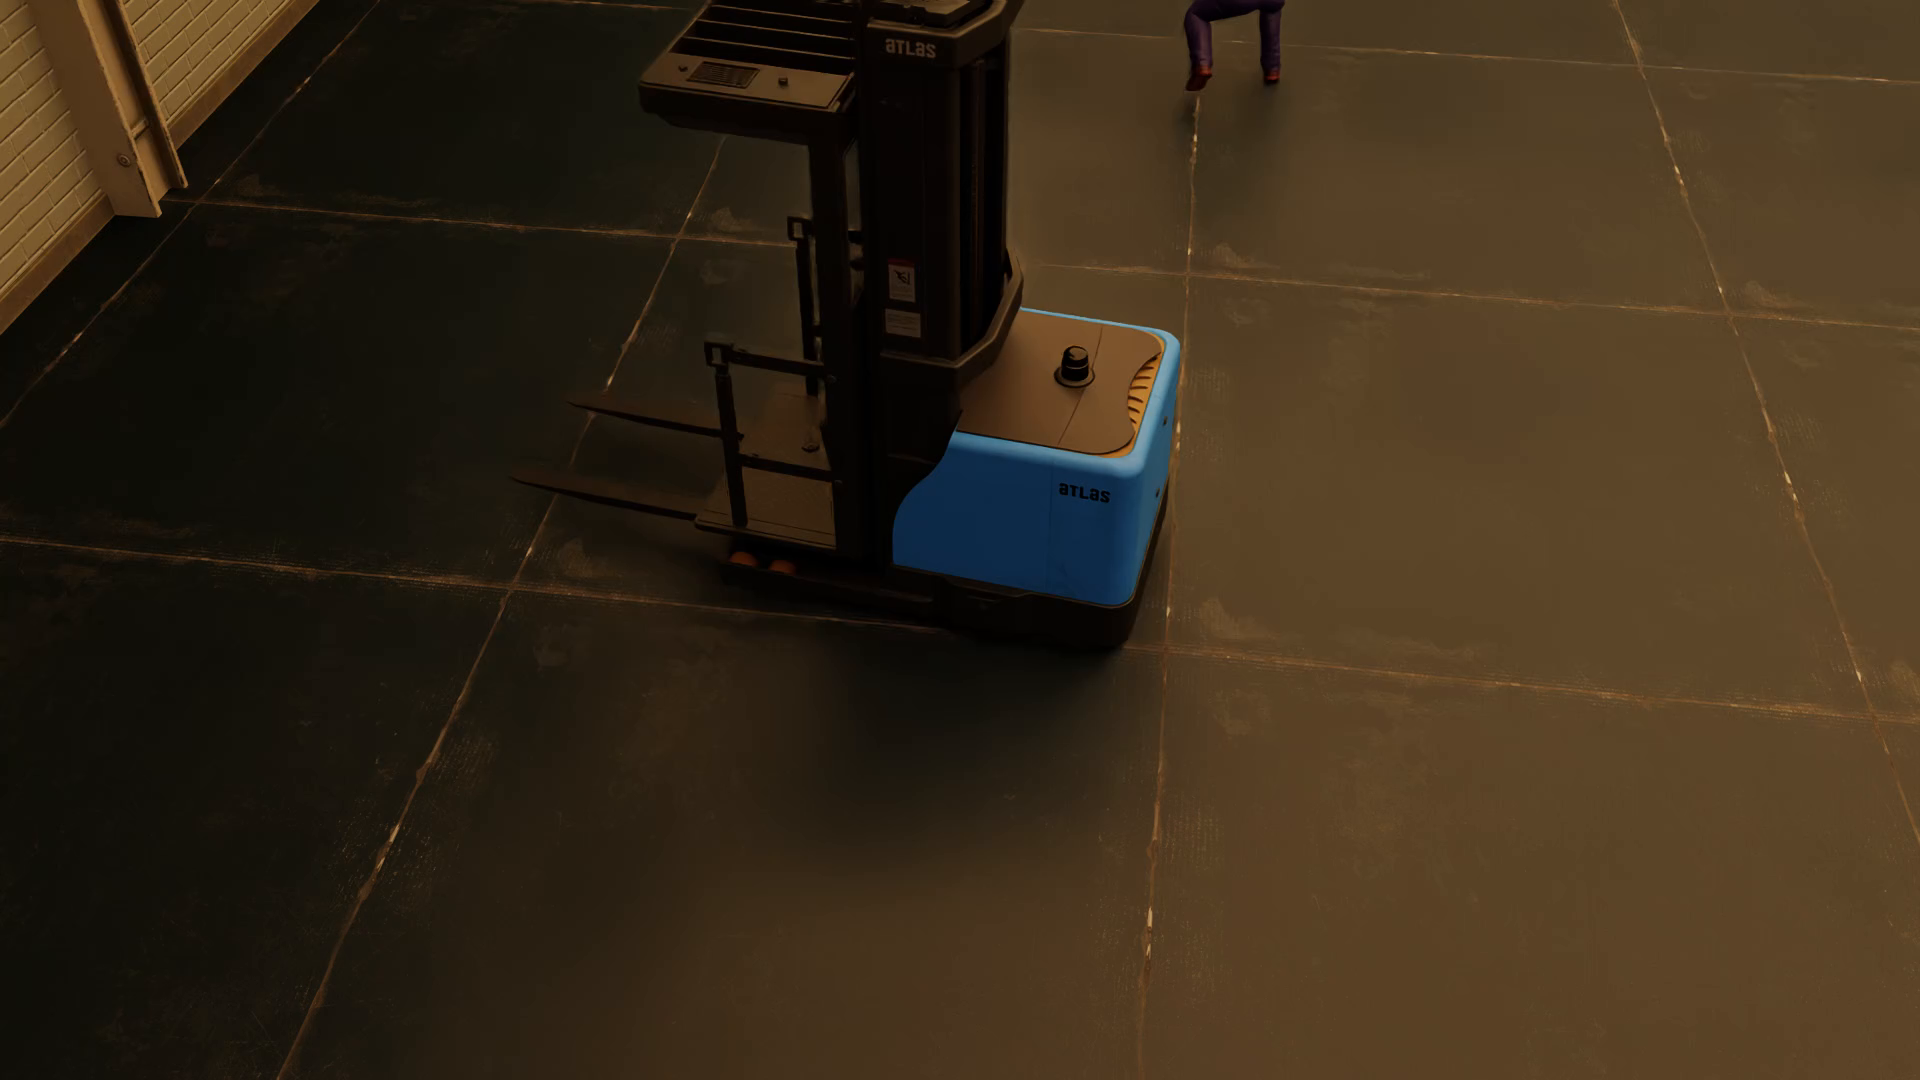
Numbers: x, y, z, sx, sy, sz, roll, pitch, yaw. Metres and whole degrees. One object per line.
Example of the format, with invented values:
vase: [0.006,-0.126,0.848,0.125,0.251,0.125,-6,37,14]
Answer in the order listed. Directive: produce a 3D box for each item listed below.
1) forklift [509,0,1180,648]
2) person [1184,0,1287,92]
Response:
forklift: [-0.594,-1.159,6.986,3.031,2.935,1.130,11,44,11]
person: [1.917,-3.630,10.762,1.021,1.531,0.478,-15,45,-16]
